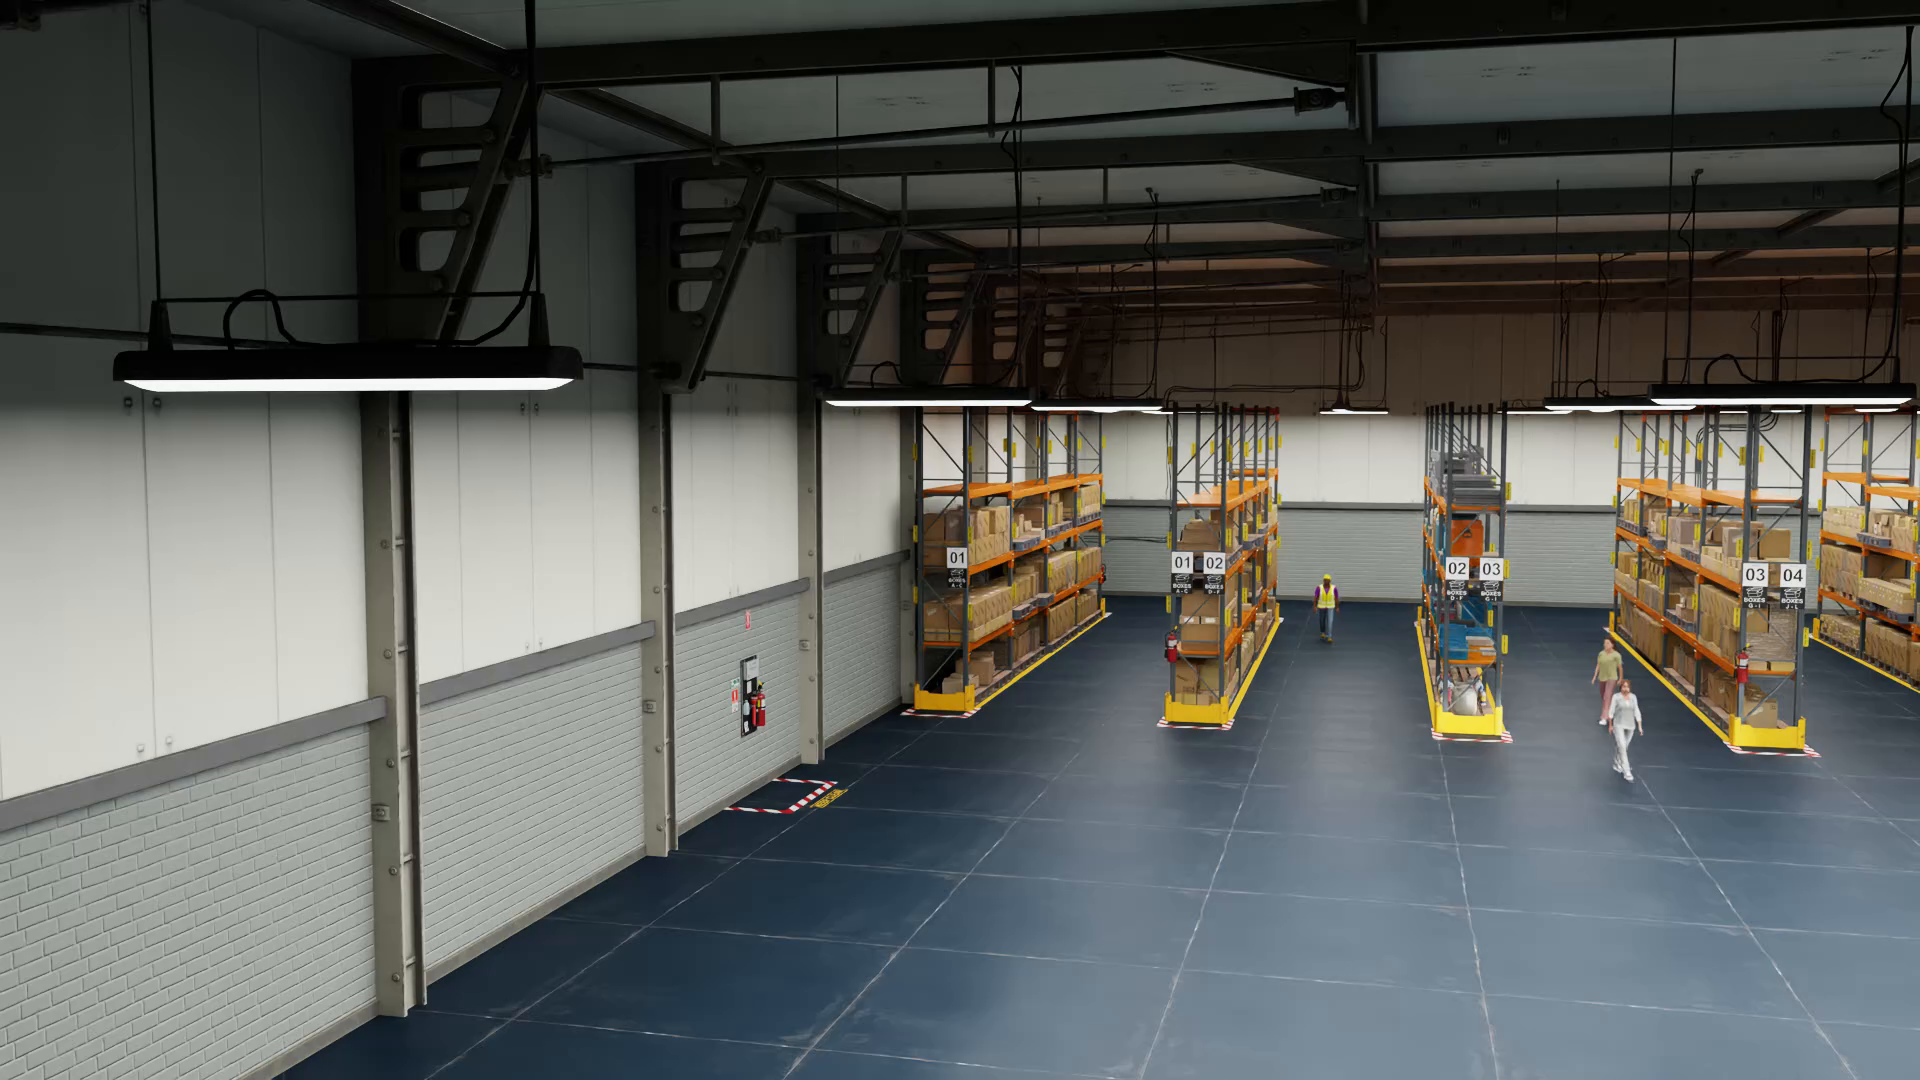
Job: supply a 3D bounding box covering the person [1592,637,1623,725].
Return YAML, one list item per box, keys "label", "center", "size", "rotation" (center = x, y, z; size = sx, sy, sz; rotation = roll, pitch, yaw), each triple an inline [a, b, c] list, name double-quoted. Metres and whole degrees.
- label: "person"
  center: [12.132, 2.602, 31.092]
  size: [0.499, 1.615, 1.067]
  rotation: [4, 6, 42]

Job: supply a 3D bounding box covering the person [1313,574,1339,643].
- label: "person"
  center: [9.346, 1.729, 42.423]
  size: [0.657, 1.714, 1.093]
  rotation: [1, 4, 11]

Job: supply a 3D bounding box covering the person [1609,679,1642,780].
- label: "person"
  center: [10.563, 2.994, 26.374]
  size: [0.433, 1.515, 0.907]
  rotation: [0, 4, -2]
